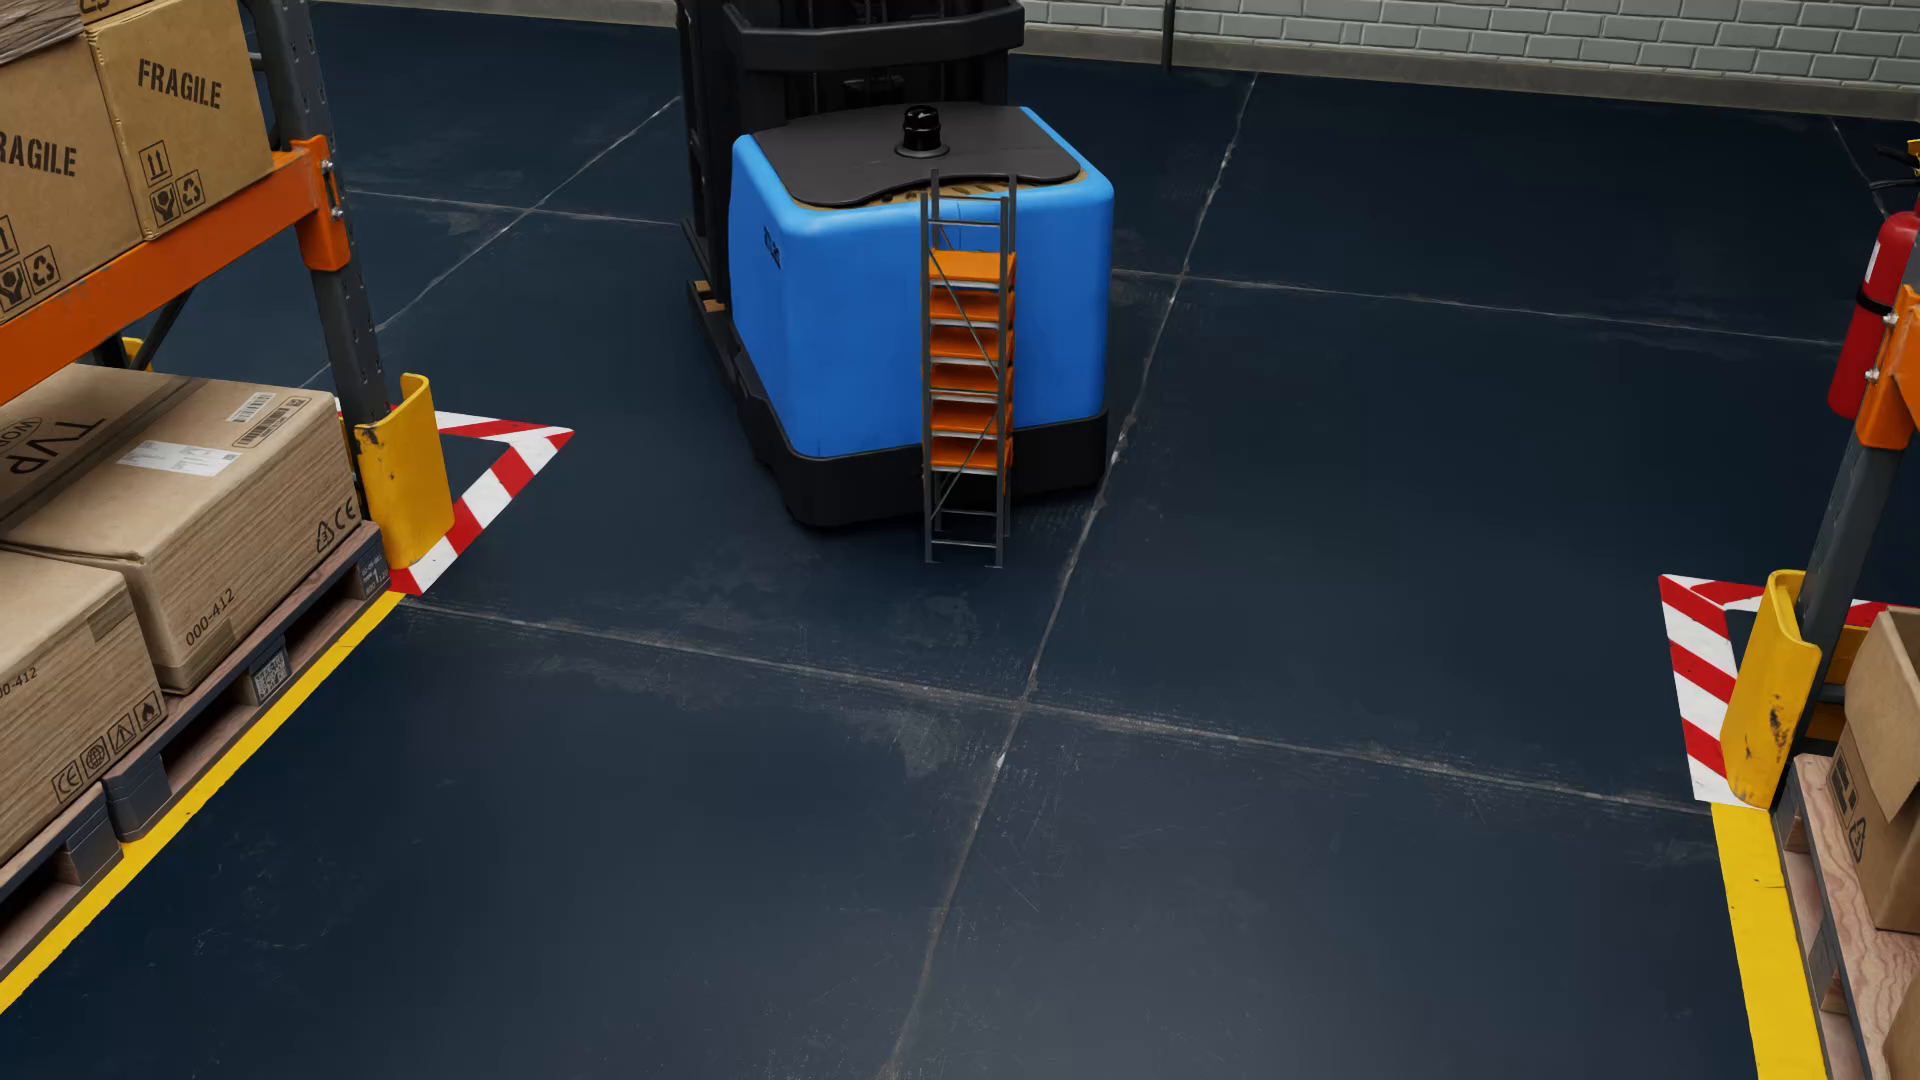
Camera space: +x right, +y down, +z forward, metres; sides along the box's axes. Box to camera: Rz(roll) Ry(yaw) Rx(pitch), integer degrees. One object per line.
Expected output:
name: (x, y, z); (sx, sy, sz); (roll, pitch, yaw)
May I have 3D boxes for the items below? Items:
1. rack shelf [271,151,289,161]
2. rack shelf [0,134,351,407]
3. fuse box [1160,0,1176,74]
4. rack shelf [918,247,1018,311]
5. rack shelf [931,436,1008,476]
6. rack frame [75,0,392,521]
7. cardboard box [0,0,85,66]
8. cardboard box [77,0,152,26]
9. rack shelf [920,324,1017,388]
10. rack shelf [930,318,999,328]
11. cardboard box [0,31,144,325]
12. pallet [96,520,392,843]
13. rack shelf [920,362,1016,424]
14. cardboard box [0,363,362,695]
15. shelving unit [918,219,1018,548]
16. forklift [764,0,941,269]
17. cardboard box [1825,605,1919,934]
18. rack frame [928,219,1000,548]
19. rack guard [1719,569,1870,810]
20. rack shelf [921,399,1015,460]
rack shelf: (-5.135, -2.371, 2.261); (5.869, 4.714, 3.910); (8, 33, 12)
rack shelf: (-2.729, 0.020, 3.094); (1.077, 0.370, 4.000); (8, 33, 12)
fuse box: (1.182, -3.346, 8.918); (0.539, 1.711, 0.414); (8, 33, 12)
rack shelf: (0.025, -0.741, 4.709); (0.258, 0.103, 0.180); (5, 33, 7)
rack shelf: (0.025, -0.257, 5.016); (0.221, 0.034, 0.171); (5, 33, 7)
rack frame: (-2.221, -1.322, 4.533); (1.000, 3.000, 0.127); (8, 33, 12)
cardboard box: (-2.217, -1.228, 3.361); (0.500, 0.500, 0.500); (8, 33, 13)
cardboard box: (-2.113, -1.503, 3.794); (0.500, 0.500, 0.500); (9, 34, 14)
rack shelf: (0.025, -0.538, 4.837); (0.258, 0.103, 0.180); (5, 33, 7)
rack shelf: (0.025, -0.656, 4.762); (0.199, 0.020, 0.166); (5, 33, 7)
cardboard box: (-2.229, -0.819, 3.650); (0.500, 0.500, 0.500); (7, 33, 11)
pallet: (-2.348, 0.280, 4.612); (1.003, 0.211, 1.213); (8, 33, 12)
rack shelf: (0.025, -0.437, 4.902); (0.258, 0.103, 0.180); (5, 33, 7)
cardboard box: (-2.292, -0.062, 4.548); (0.875, 0.438, 0.875); (7, 33, 11)
shelving unit: (0.025, -0.474, 4.877); (0.258, 1.046, 0.183); (5, 33, 7)
forklift: (-15.266, -4.560, 4.035); (29.450, 9.000, 11.535); (-10, 34, -15)
cardboard box: (2.334, 0.533, 3.552); (0.797, 0.503, 0.637); (7, 33, 10)
rack frame: (0.012, -0.426, 4.802); (0.228, 1.046, 0.002); (5, 33, 7)
rack guard: (2.562, 0.446, 4.082); (1.175, 0.500, 0.348); (8, 33, 12)
rack shelf: (0.025, -0.336, 4.966); (0.258, 0.103, 0.180); (5, 33, 7)
